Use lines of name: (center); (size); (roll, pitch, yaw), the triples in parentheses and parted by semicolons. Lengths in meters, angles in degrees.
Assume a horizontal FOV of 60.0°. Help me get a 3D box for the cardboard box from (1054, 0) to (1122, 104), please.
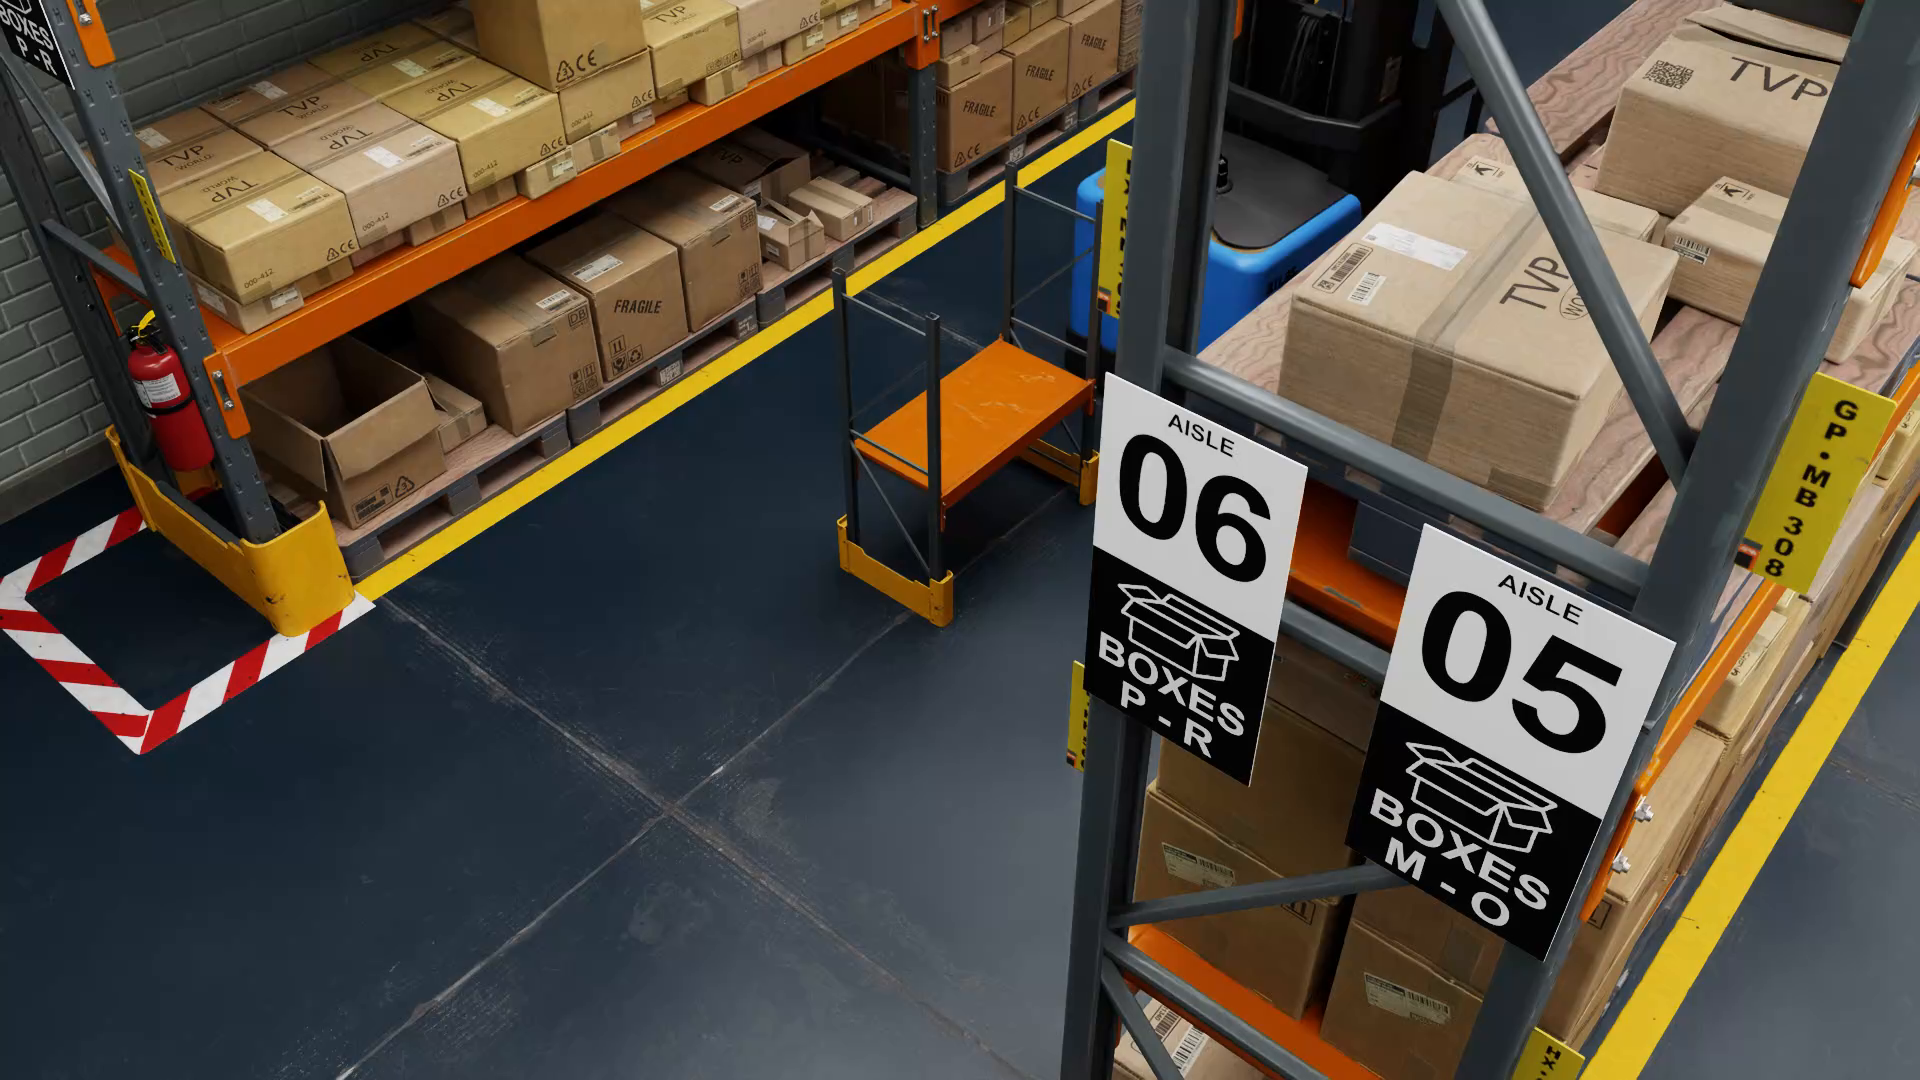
cardboard box: (0.598, -2.971, 9.834); (0.500, 0.500, 0.500); (28, 49, 27)

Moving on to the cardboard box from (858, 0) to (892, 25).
cardboard box: (-0.557, -2.689, 8.164); (0.380, 0.149, 0.250); (30, 50, 29)

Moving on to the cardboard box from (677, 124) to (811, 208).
cardboard box: (-1.151, -1.978, 8.882); (0.500, 0.311, 0.500); (31, 51, 30)

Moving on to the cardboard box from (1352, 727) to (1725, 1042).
cardboard box: (1.209, 0.621, 3.520); (0.500, 0.500, 0.500); (28, 49, 28)

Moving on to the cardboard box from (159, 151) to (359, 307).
cardboard box: (-2.621, -1.167, 6.194); (0.500, 0.250, 0.500); (30, 50, 29)

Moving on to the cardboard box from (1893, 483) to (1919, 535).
cardboard box: (2.826, -0.328, 5.307); (0.500, 0.500, 0.500); (28, 49, 28)

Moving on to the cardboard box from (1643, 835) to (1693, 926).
cardboard box: (1.515, 0.719, 4.155); (0.500, 0.500, 0.500); (29, 50, 28)

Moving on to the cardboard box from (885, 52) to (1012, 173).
cardboard box: (-0.062, -2.438, 9.247); (0.500, 0.500, 0.500); (32, 51, 30)

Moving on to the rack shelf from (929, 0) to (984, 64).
rack shelf: (0.742, -3.819, 9.755); (1.077, 0.370, 4.000); (29, 50, 28)

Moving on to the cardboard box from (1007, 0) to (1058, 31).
cardboard box: (0.331, -3.056, 9.445); (0.380, 0.149, 0.250); (29, 50, 28)

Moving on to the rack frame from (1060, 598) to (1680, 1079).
rack frame: (0.682, 1.151, 3.754); (1.000, 3.000, 0.127); (29, 50, 28)

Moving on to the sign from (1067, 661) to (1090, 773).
sign: (0.276, 0.393, 3.551); (0.100, 0.325, 0.005); (29, 50, 28)

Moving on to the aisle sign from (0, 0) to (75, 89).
aisle sign: (-2.939, -1.795, 5.062); (0.394, 0.787, 0.004); (29, 50, 28)

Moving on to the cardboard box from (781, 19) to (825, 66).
cardboard box: (-0.857, -2.401, 7.848); (0.380, 0.149, 0.250); (31, 51, 29)

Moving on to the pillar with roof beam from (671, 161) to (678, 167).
pillar with roof beam: (1.612, -3.443, 4.347); (9.100, 9.000, 0.400); (29, 50, 28)

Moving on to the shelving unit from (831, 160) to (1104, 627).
shelving unit: (0.049, -0.594, 6.789); (0.587, 1.500, 1.083); (29, 50, 28)

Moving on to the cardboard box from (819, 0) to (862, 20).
cardboard box: (-0.686, -2.742, 7.926); (0.500, 0.250, 0.500); (31, 51, 29)

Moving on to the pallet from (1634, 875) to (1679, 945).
pallet: (1.922, 1.112, 5.870); (1.003, 0.211, 1.213); (29, 50, 28)

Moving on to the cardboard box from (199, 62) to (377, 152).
cardboard box: (-2.694, -1.667, 6.744); (0.500, 0.250, 0.500); (30, 50, 29)

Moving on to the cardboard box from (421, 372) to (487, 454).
cardboard box: (-2.350, -0.572, 7.457); (0.380, 0.149, 0.250); (28, 49, 27)

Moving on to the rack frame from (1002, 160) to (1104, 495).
rack frame: (0.382, -0.861, 7.082); (0.500, 1.500, 0.032); (29, 50, 28)

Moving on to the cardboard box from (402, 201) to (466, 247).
cardboard box: (-2.218, -1.358, 6.701); (0.380, 0.149, 0.250); (31, 51, 30)

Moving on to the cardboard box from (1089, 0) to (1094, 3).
cardboard box: (0.681, -3.295, 9.708); (0.380, 0.149, 0.250); (31, 51, 30)

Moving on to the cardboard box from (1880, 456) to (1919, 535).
cardboard box: (2.511, -0.429, 4.674); (0.500, 0.500, 0.500); (30, 50, 29)

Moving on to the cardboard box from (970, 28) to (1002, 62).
cardboard box: (0.008, -2.772, 9.132); (0.380, 0.149, 0.250); (28, 49, 27)

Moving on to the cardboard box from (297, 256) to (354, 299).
cardboard box: (-2.570, -1.104, 6.422); (0.380, 0.149, 0.250); (31, 51, 29)

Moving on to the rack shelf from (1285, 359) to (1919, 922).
rack shelf: (1.969, -0.722, 4.120); (1.077, 0.370, 4.000); (29, 50, 28)

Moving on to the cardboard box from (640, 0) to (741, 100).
cardboard box: (-1.329, -2.227, 7.360); (0.500, 0.250, 0.500); (29, 50, 28)

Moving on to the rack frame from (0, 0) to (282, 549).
rack frame: (-3.120, -0.996, 6.115); (1.000, 3.000, 0.127); (29, 50, 28)

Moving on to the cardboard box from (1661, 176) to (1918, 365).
cardboard box: (1.558, -0.519, 3.161); (0.380, 0.149, 0.250); (31, 51, 30)

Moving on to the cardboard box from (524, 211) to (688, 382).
cardboard box: (-1.657, -1.152, 7.834); (0.500, 0.500, 0.500); (30, 50, 29)

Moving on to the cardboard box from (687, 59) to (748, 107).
cardboard box: (-1.189, -2.134, 7.554); (0.380, 0.149, 0.250); (29, 50, 28)

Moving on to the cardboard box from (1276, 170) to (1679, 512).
cardboard box: (0.903, -0.366, 2.918); (0.500, 0.250, 0.500); (25, 48, 25)

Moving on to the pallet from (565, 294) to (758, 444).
pallet: (-1.773, -1.039, 8.236); (1.003, 0.211, 1.213); (29, 50, 28)

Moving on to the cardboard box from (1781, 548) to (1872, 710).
cardboard box: (2.166, 0.200, 4.726); (0.500, 0.500, 0.500); (31, 51, 30)

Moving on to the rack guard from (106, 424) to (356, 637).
rack guard: (-3.071, -0.110, 6.999); (1.175, 0.500, 0.348); (29, 50, 28)

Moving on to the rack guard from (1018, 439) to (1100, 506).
rack guard: (0.370, -0.388, 7.491); (0.587, 0.250, 0.087); (29, 50, 28)

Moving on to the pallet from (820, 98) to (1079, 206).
pallet: (-0.051, -2.459, 9.797); (1.003, 0.211, 1.213); (29, 50, 28)

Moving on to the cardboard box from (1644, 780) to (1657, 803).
cardboard box: (1.122, 0.442, 3.235); (0.380, 0.149, 0.250); (31, 50, 29)

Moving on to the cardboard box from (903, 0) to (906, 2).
cardboard box: (-0.364, -2.978, 9.359); (0.380, 0.149, 0.250); (30, 50, 28)

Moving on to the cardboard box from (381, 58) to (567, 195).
cardboard box: (-1.973, -1.689, 6.769); (0.500, 0.250, 0.500); (29, 49, 28)

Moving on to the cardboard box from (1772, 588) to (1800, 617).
cardboard box: (1.647, 0.048, 3.668); (0.380, 0.149, 0.250); (28, 49, 27)

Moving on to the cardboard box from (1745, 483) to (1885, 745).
cardboard box: (1.861, 0.083, 4.111); (0.500, 0.500, 0.500); (29, 50, 28)

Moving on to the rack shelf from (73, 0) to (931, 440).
rack shelf: (-1.833, -1.759, 7.490); (1.077, 0.370, 4.000); (29, 50, 28)

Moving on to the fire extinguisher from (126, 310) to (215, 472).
fire extinguisher: (-2.861, -0.553, 5.964); (0.296, 0.674, 0.183); (29, 50, 28)

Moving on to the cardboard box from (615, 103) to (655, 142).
cardboard box: (-1.564, -1.902, 7.299); (0.380, 0.149, 0.250); (29, 50, 28)

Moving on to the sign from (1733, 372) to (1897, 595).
sign: (1.103, -0.068, 2.157); (0.100, 0.325, 0.005); (29, 50, 28)

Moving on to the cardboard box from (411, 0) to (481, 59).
cardboard box: (-2.035, -2.189, 7.318); (0.500, 0.250, 0.500); (29, 50, 28)

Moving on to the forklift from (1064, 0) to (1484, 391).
forklift: (1.883, -2.380, 7.688); (1.130, 2.935, 3.031); (32, 51, 30)

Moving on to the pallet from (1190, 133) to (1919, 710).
pallet: (1.151, -0.312, 3.200); (1.003, 0.211, 1.213); (29, 50, 28)

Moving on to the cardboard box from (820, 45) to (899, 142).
cardboard box: (-0.456, -2.667, 9.499); (0.500, 0.500, 0.500); (29, 50, 28)

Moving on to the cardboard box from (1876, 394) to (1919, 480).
cardboard box: (2.153, -0.339, 4.093); (0.380, 0.149, 0.250); (28, 49, 28)

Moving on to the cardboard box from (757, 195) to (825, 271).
cardboard box: (-0.909, -1.601, 8.502); (0.396, 0.266, 0.258); (31, 51, 30)

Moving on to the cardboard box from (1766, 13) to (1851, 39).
cardboard box: (2.094, -1.161, 3.607); (0.500, 0.500, 0.500); (30, 50, 29)

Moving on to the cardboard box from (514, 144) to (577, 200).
cardboard box: (-1.831, -1.595, 6.961); (0.380, 0.149, 0.250); (28, 49, 27)

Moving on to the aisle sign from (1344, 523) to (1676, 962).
aisle sign: (0.858, 0.352, 2.701); (0.394, 0.787, 0.004); (29, 50, 28)

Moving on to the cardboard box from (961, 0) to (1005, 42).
cardboard box: (0.020, -2.860, 9.008); (0.380, 0.149, 0.250); (27, 49, 27)
